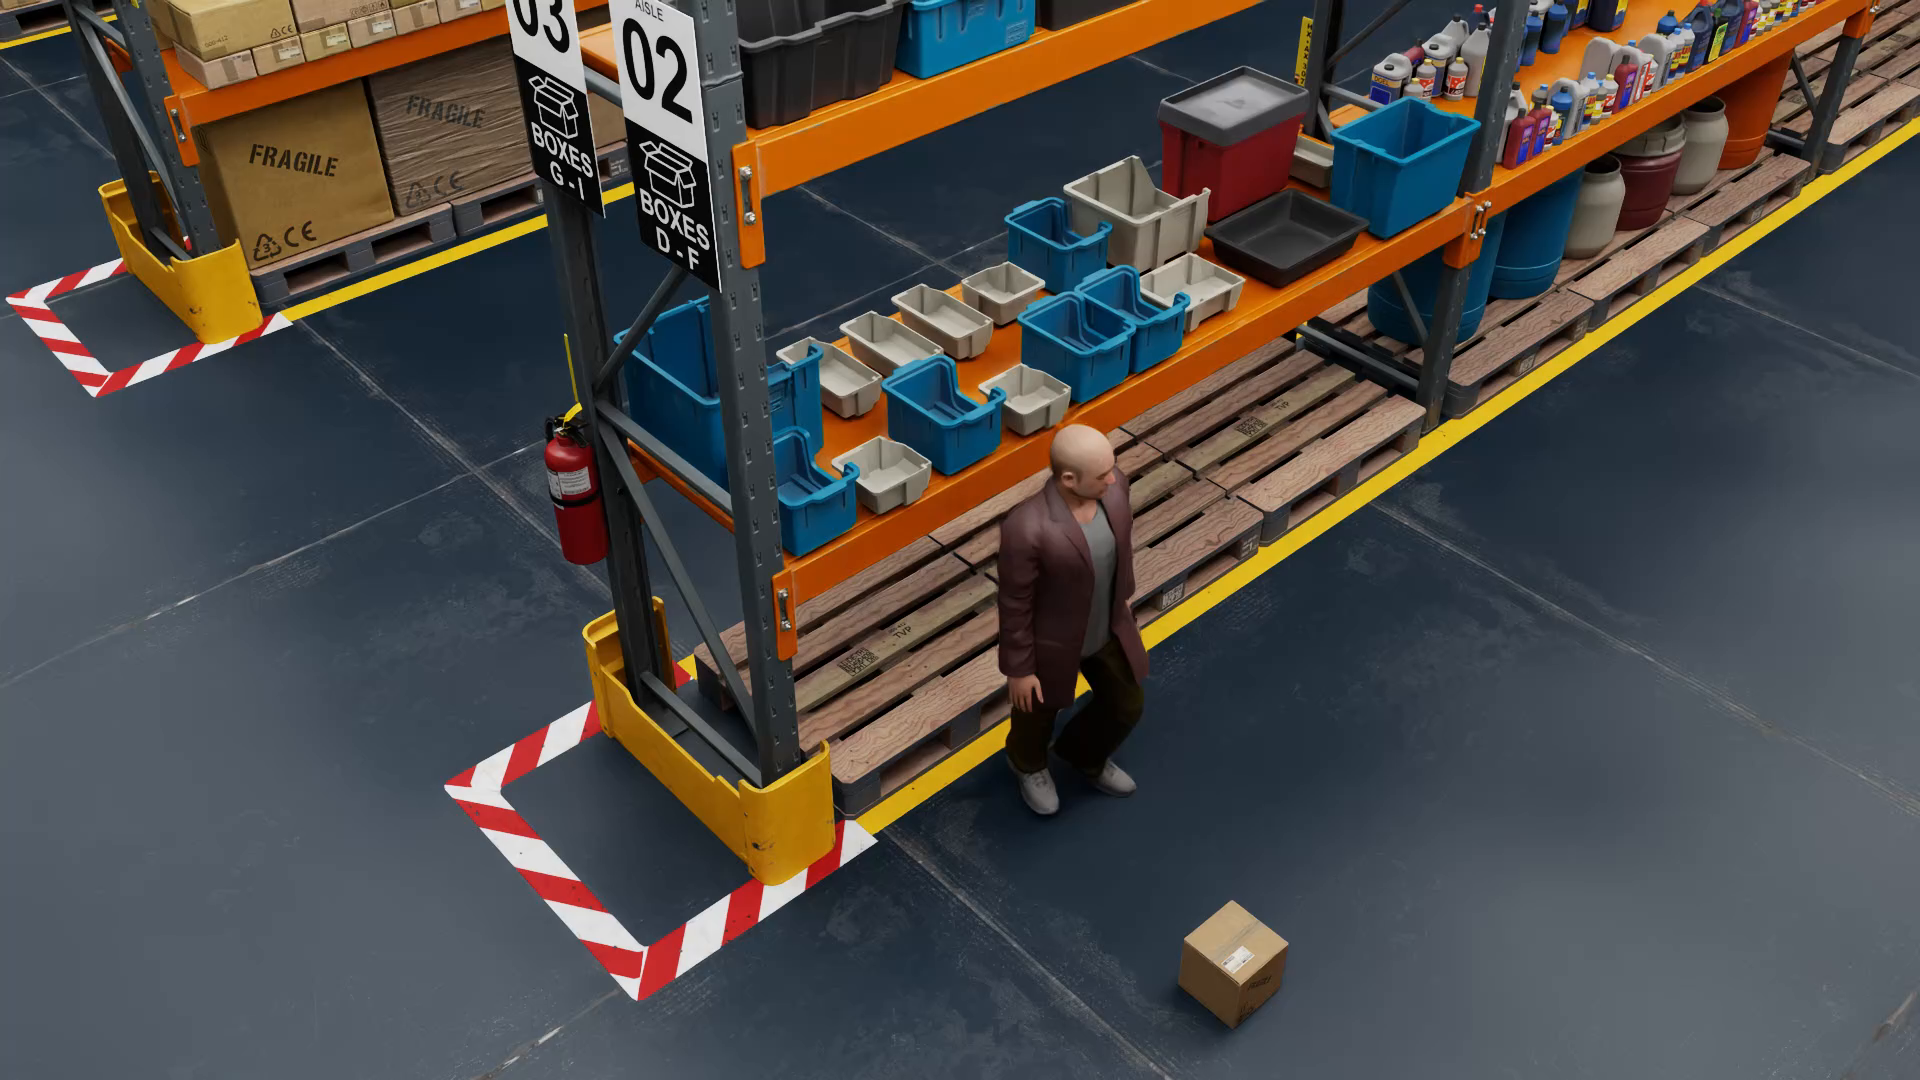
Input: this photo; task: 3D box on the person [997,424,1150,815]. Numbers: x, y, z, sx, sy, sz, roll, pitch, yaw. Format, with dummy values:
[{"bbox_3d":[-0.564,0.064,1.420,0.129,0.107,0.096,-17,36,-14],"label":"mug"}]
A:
[{"bbox_3d":[0.354,0.308,5.822,0.628,1.797,0.546,-24,45,-26],"label":"person"}]
